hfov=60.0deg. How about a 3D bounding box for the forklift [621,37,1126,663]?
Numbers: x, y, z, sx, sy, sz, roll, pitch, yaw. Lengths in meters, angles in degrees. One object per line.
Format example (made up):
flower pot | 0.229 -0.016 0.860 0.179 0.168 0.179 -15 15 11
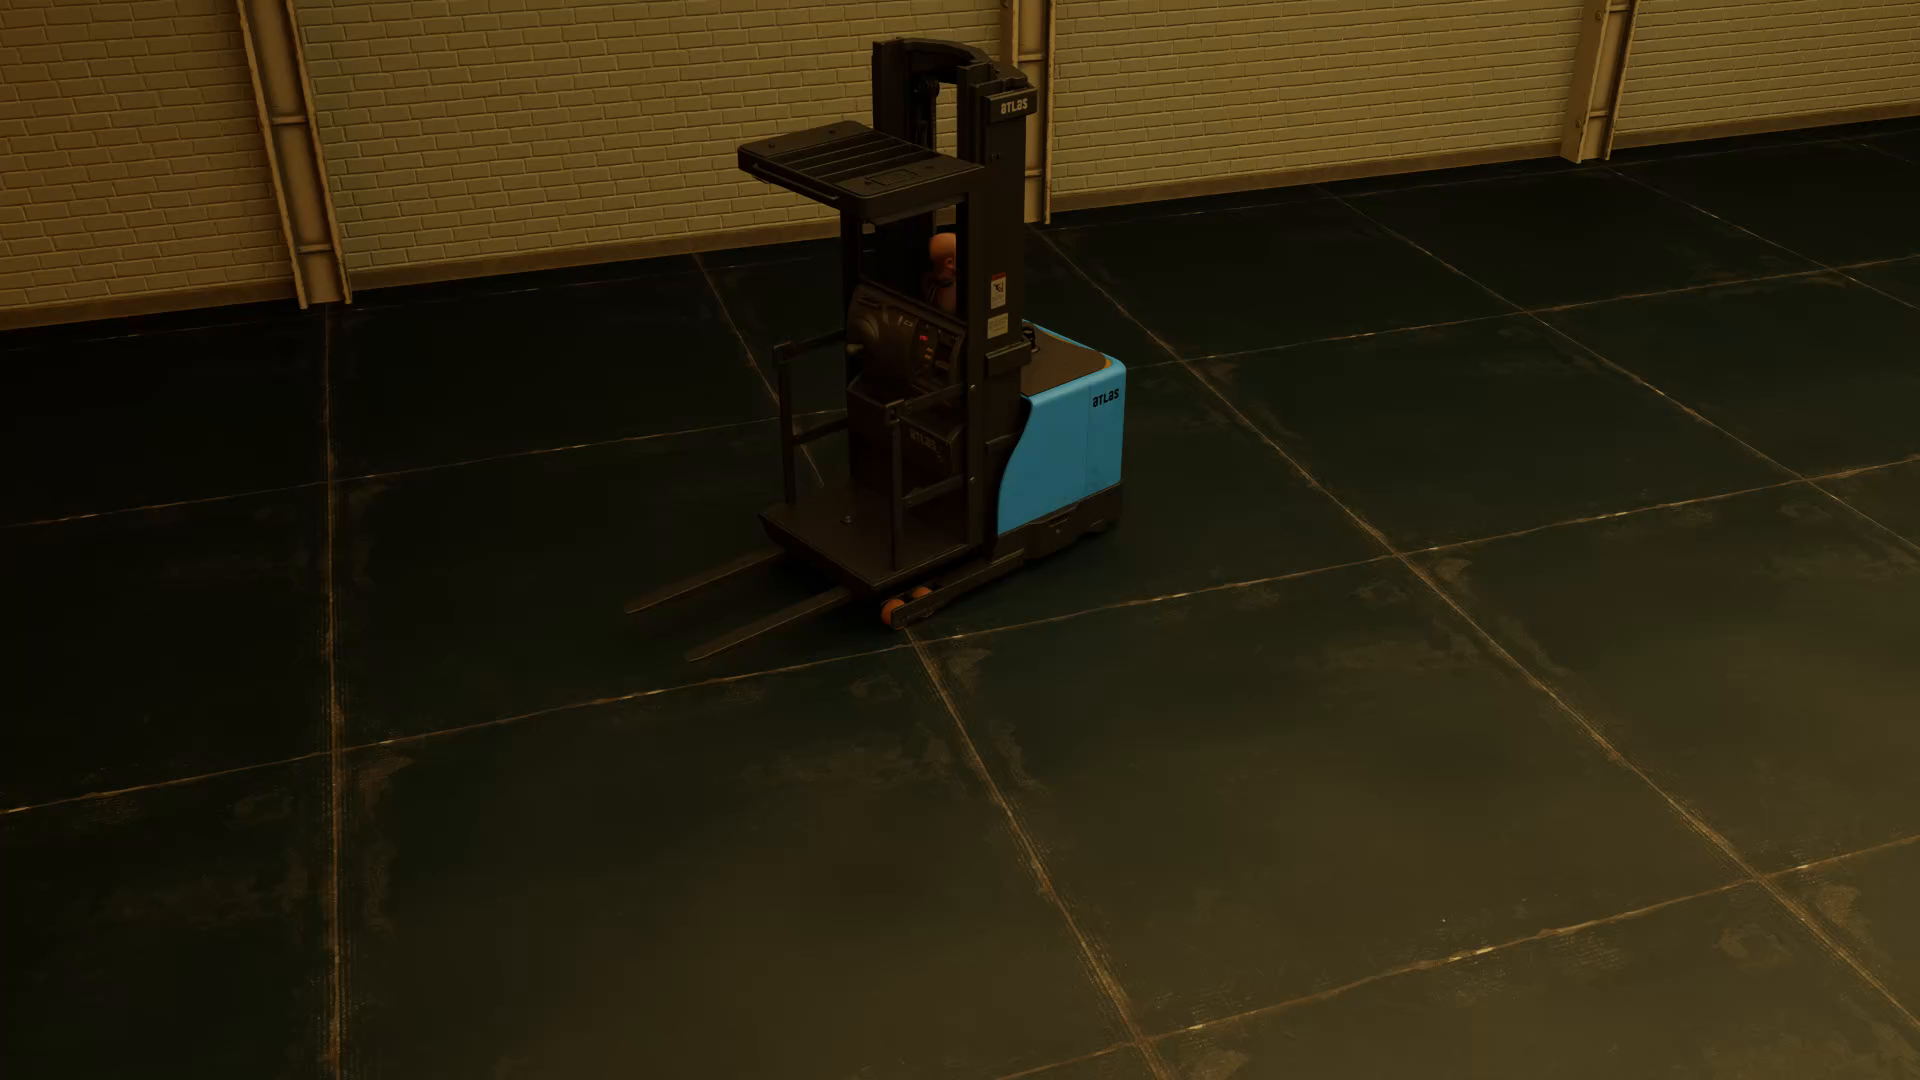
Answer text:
forklift | -0.461 -1.072 8.951 3.031 2.935 1.130 -23 37 -34

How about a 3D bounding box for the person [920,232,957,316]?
person | -0.014 -0.935 9.472 0.334 1.709 0.548 -10 31 -16
